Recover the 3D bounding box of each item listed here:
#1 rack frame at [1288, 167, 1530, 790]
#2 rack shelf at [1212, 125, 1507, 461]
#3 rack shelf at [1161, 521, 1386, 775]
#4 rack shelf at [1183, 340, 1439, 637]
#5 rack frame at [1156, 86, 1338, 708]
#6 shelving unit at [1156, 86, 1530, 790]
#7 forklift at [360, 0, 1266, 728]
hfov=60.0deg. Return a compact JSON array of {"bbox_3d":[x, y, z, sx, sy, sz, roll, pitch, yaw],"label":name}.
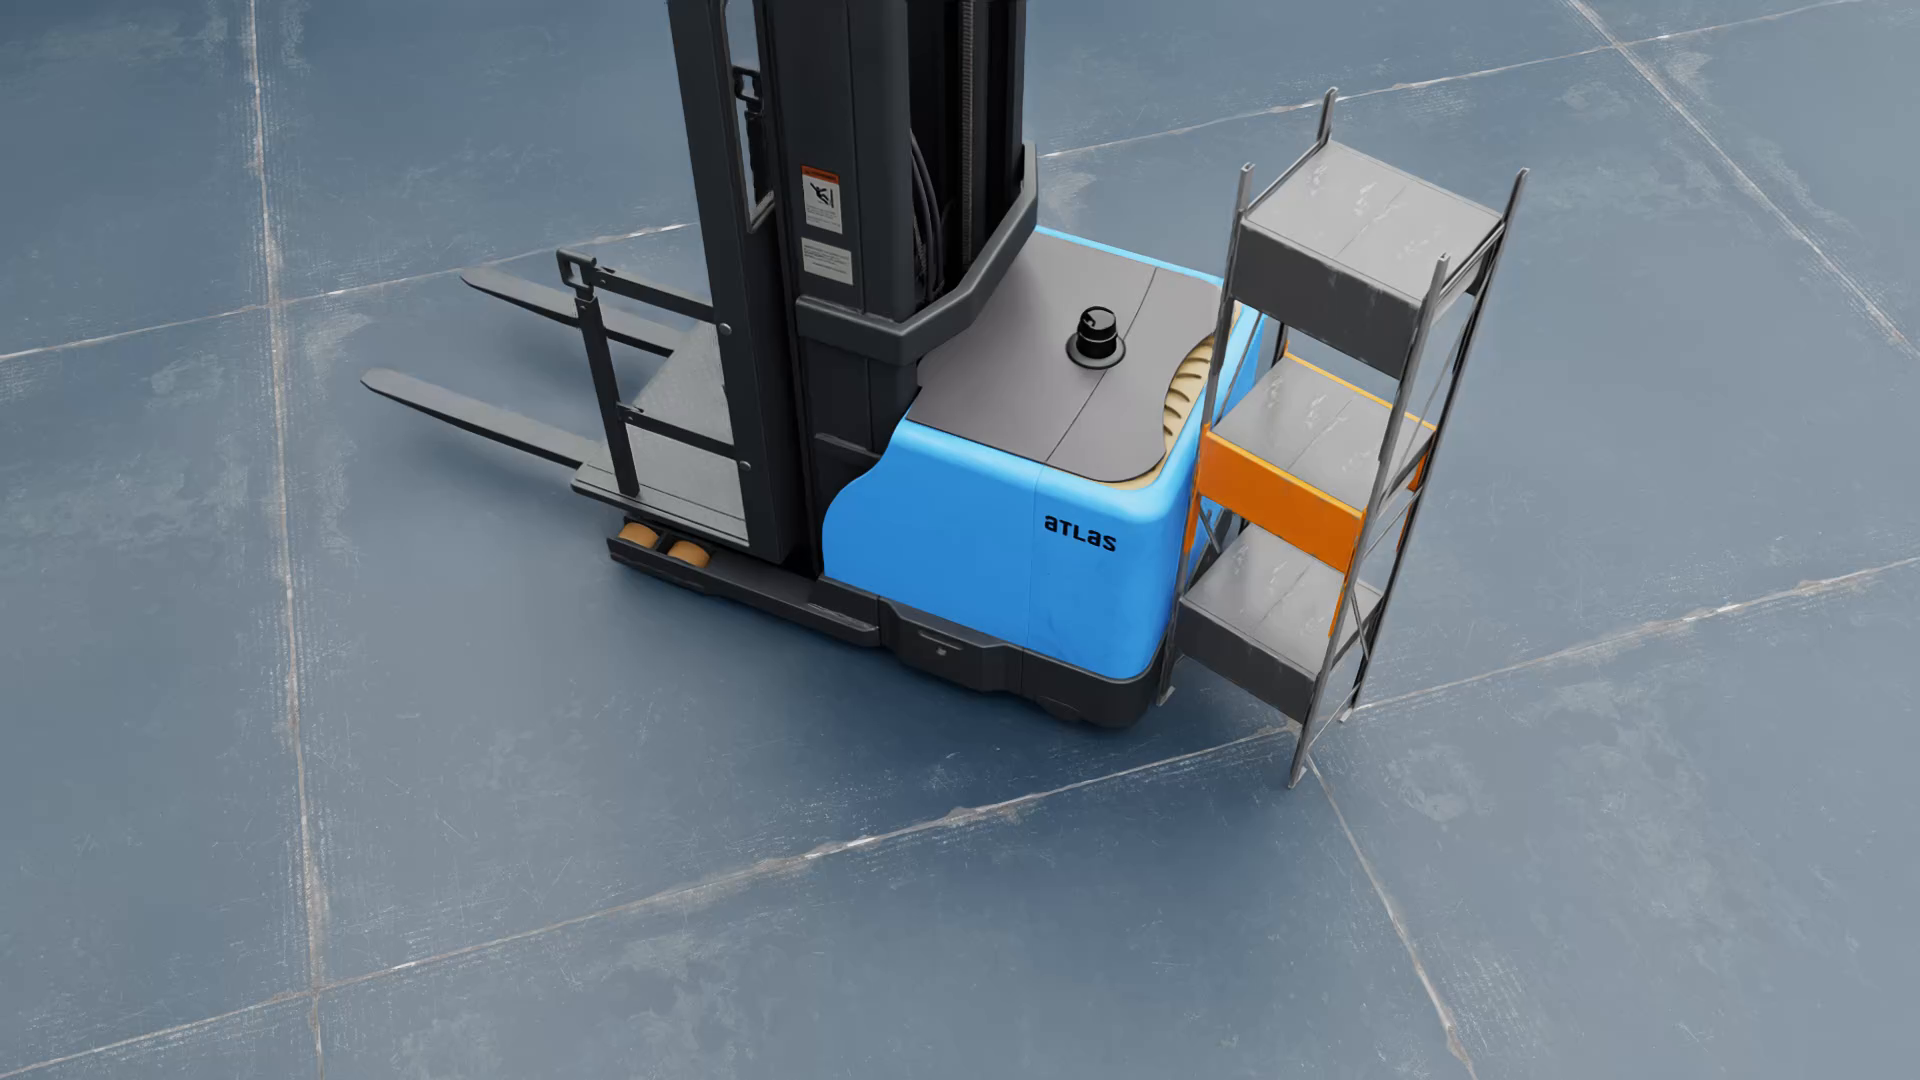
[{"bbox_3d":[1.137,-0.032,4.404,0.015,2.100,0.400,31,57,24],"label":"rack frame"},{"bbox_3d":[0.946,-0.591,3.977,0.480,0.518,0.431,31,57,24],"label":"rack shelf"},{"bbox_3d":[0.946,0.312,5.047,0.480,0.518,0.431,31,57,24],"label":"rack shelf"},{"bbox_3d":[0.946,-0.140,4.512,0.480,0.518,0.431,31,57,24],"label":"rack shelf"},{"bbox_3d":[0.756,-0.265,4.600,0.015,2.100,0.400,31,57,24],"label":"rack frame"},{"bbox_3d":[0.946,-0.148,4.502,0.503,2.100,0.431,31,57,24],"label":"shelving unit"},{"bbox_3d":[-0.629,-1.130,4.786,3.031,2.935,1.130,19,52,15],"label":"forklift"}]
